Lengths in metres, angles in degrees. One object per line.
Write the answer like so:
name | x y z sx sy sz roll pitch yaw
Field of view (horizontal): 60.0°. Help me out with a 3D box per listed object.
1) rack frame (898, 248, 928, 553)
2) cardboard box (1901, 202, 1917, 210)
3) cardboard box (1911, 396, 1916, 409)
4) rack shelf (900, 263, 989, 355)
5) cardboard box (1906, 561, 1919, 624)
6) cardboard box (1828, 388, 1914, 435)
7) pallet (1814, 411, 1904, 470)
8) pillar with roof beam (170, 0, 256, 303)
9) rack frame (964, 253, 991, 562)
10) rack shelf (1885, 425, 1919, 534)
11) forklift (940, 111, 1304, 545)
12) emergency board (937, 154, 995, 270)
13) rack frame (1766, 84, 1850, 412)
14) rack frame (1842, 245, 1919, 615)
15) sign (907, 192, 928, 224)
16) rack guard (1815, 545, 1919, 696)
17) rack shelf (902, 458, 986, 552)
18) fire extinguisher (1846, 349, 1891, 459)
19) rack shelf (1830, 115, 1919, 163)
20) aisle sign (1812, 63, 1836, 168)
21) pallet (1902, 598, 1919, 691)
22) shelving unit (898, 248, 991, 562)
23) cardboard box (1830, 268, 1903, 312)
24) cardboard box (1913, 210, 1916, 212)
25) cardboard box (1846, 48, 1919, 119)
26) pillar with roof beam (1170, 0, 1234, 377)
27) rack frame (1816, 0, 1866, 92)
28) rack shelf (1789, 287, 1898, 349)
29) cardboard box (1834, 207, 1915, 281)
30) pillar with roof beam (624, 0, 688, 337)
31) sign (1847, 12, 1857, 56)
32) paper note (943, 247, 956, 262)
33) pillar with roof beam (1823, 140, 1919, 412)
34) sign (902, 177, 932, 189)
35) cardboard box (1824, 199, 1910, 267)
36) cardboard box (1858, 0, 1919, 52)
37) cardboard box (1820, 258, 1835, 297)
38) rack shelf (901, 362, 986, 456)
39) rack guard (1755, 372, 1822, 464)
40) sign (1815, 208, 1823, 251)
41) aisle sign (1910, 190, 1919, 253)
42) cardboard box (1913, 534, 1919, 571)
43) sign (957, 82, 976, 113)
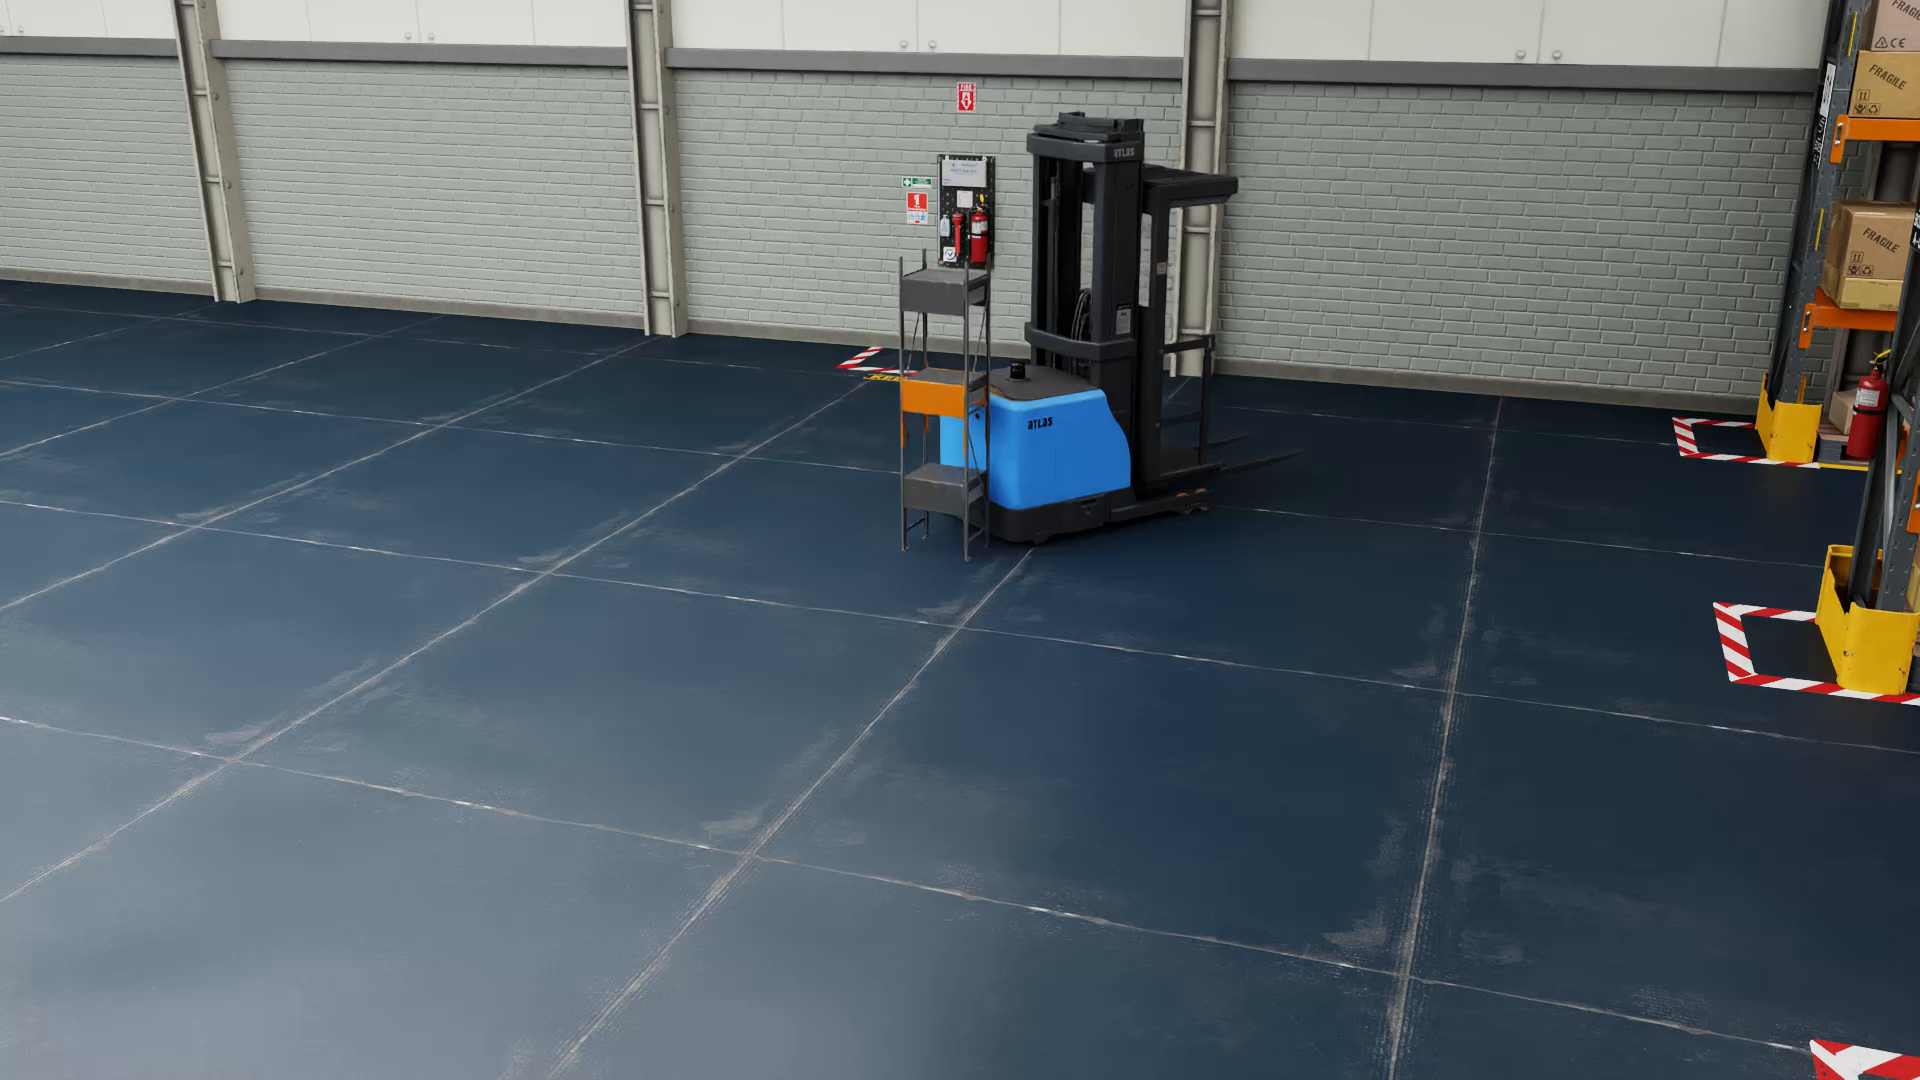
rack frame | -0.323 -0.963 11.648 0.015 2.100 0.400 9 21 23
cardboard box | 8.071 -2.508 13.771 0.500 0.500 0.500 7 20 19
cardboard box | 8.246 -1.031 13.893 0.500 0.311 0.500 8 21 23
rack shelf | -0.101 -1.577 11.326 0.480 0.518 0.431 9 21 23
cardboard box | 6.065 0.350 10.055 0.500 0.250 0.500 7 20 18
cardboard box | 7.707 -1.092 14.070 0.500 0.311 0.500 4 20 12
pallet | 7.911 -0.833 14.146 1.213 0.211 1.003 7 20 18
pillar with roof beam | -10.387 -5.889 15.299 0.400 9.000 9.100 7 20 18
rack frame | 0.121 -0.896 11.457 0.015 2.100 0.400 9 21 23
rack shelf | 7.350 -0.161 9.073 4.000 0.370 1.077 7 20 18
forklift | 1.346 -1.706 12.518 3.031 2.935 1.130 -12 23 -32
emergency board | 0.039 -3.377 17.208 0.643 1.169 0.194 7 20 18
rack frame | 7.083 -2.257 13.994 0.127 3.000 1.000 7 20 18
rack frame | 5.461 -0.716 9.574 0.127 3.000 1.000 7 20 18
sign | -0.450 -3.486 17.465 0.234 0.329 0.001 7 20 18
rack guard | 5.439 0.461 9.993 0.348 0.500 1.175 7 20 18
rack shelf | -0.101 -0.255 11.787 0.480 0.518 0.431 9 21 23
fire extinguisher | 5.502 -0.837 10.038 0.183 0.674 0.296 7 20 18
rack shelf | 8.973 -3.118 12.999 4.000 0.370 1.077 7 20 18
aisle sign | 6.917 -3.399 13.321 0.004 0.787 0.394 7 20 18
pallet | 6.197 0.670 9.834 1.213 0.211 1.003 7 20 18
shelving unit | -0.101 -0.929 11.552 0.503 2.100 0.431 9 21 23
cardboard box | 7.440 -2.044 13.581 0.500 0.250 0.500 6 20 16
cardboard box | 7.899 -2.348 13.314 0.500 0.500 0.500 7 20 18
cardboard box | 7.317 -3.616 13.154 0.500 0.500 0.500 7 20 19
pillar with roof beam | 0.948 -4.593 11.581 0.400 9.000 9.100 7 20 18
rack frame | 7.083 -5.090 13.007 0.127 3.000 1.000 7 20 18
rack shelf | 8.973 -1.701 13.493 4.000 0.370 1.077 7 20 18
cardboard box | 7.436 -2.405 13.476 0.500 0.500 0.500 7 20 18
pillar with roof beam | -4.720 -5.241 13.440 0.400 9.000 9.100 7 20 18
sign | 6.905 -3.917 12.873 0.005 0.325 0.100 7 20 18
paper note | -0.106 -3.002 17.469 0.142 0.148 0.016 7 20 18
pillar with roof beam | 6.616 -3.945 9.721 0.400 9.000 9.100 7 20 18
sign | -0.448 -3.733 17.369 0.331 0.109 0.001 7 20 18
cardboard box | 7.598 -2.565 13.936 0.500 0.500 0.500 6 20 17
cardboard box | 7.368 -4.085 12.980 0.500 0.500 0.500 5 20 14
cardboard box | 7.589 -2.205 14.044 0.500 0.250 0.500 7 20 19
rack shelf | -0.101 -0.916 11.557 0.480 0.518 0.431 9 21 23
rack guard | 7.155 -1.069 14.382 0.348 0.500 1.175 7 20 18
sign | 6.905 -2.497 13.368 0.005 0.325 0.100 7 20 18
aisle sign | 5.496 -2.042 9.429 0.004 0.787 0.394 7 20 18
cardboard box | 6.065 -0.005 9.934 0.500 0.500 0.500 7 20 18
sign | 0.064 -4.504 16.918 0.199 0.298 0.001 7 20 18
